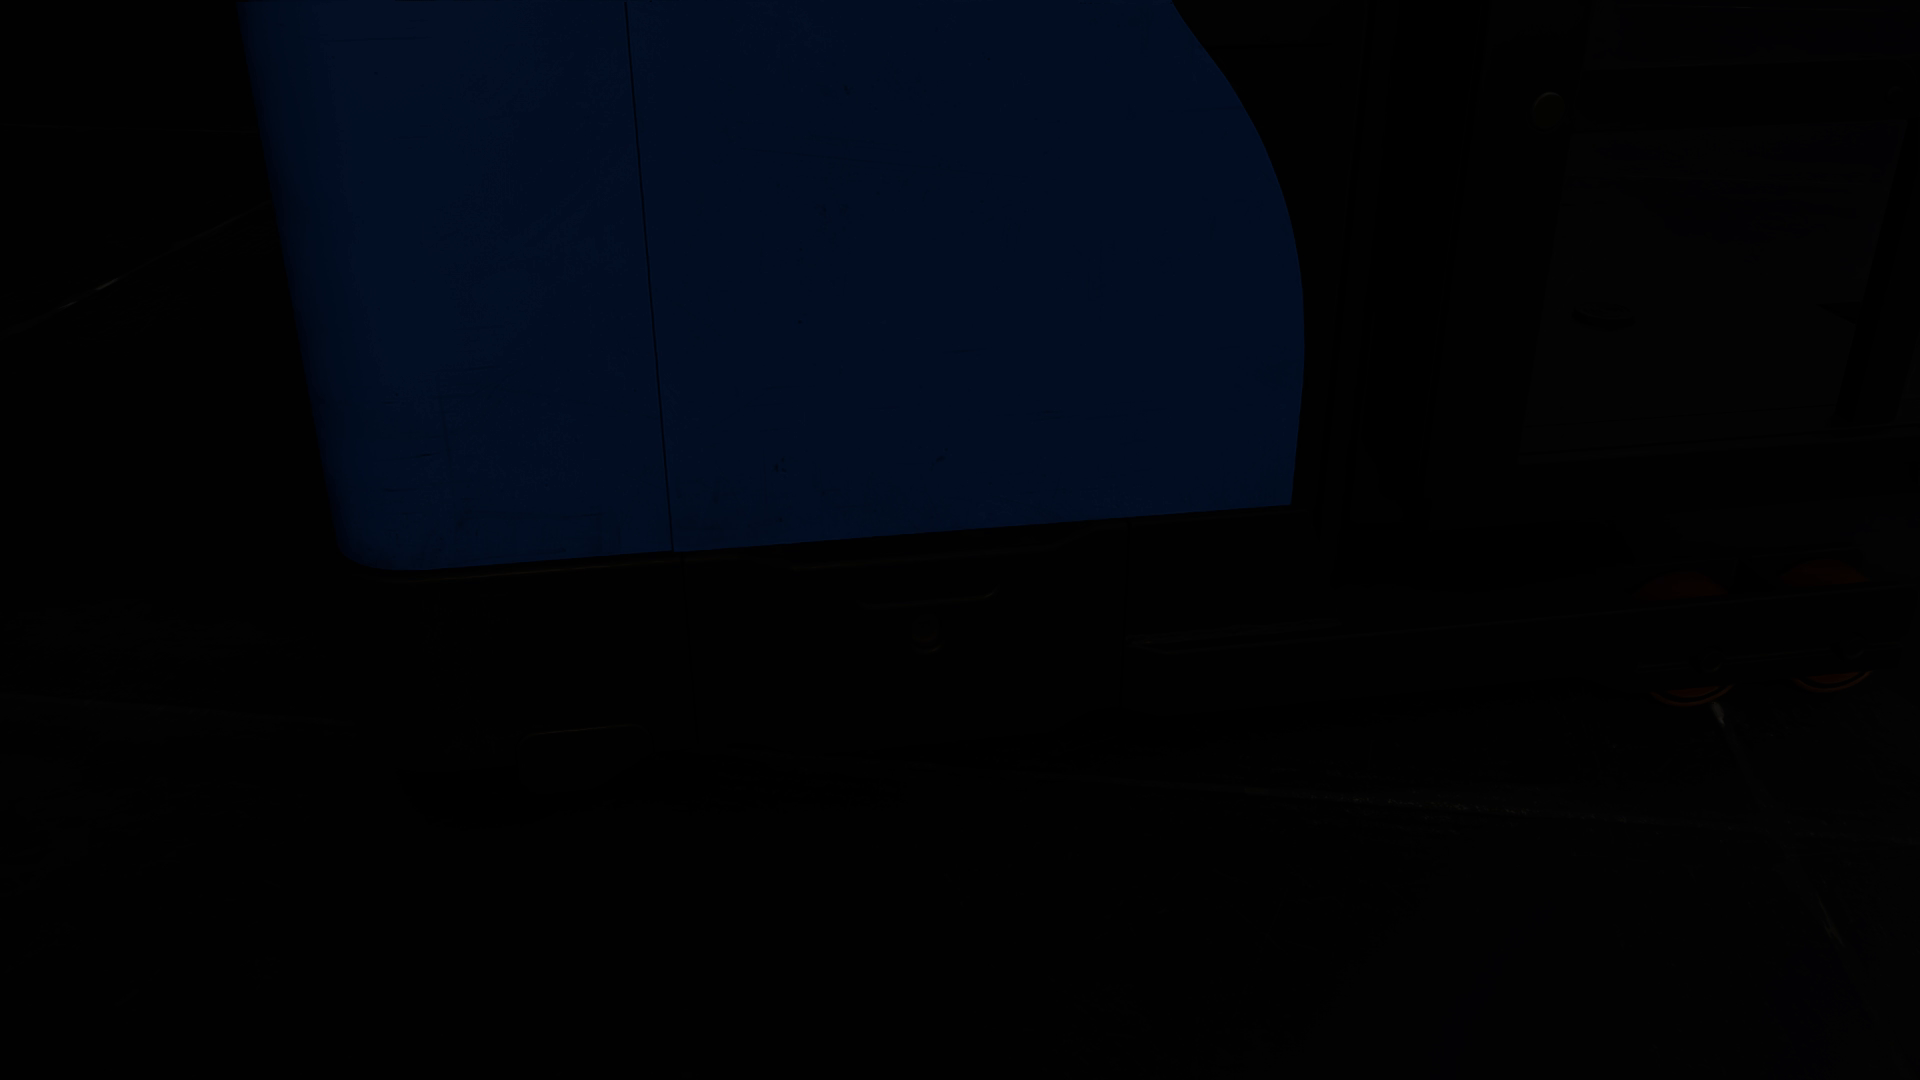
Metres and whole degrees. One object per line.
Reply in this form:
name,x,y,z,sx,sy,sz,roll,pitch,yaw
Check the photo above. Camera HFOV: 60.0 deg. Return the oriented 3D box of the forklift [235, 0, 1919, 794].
forklift,0.734,-1.331,1.885,3.031,2.935,1.130,-4,27,-9
